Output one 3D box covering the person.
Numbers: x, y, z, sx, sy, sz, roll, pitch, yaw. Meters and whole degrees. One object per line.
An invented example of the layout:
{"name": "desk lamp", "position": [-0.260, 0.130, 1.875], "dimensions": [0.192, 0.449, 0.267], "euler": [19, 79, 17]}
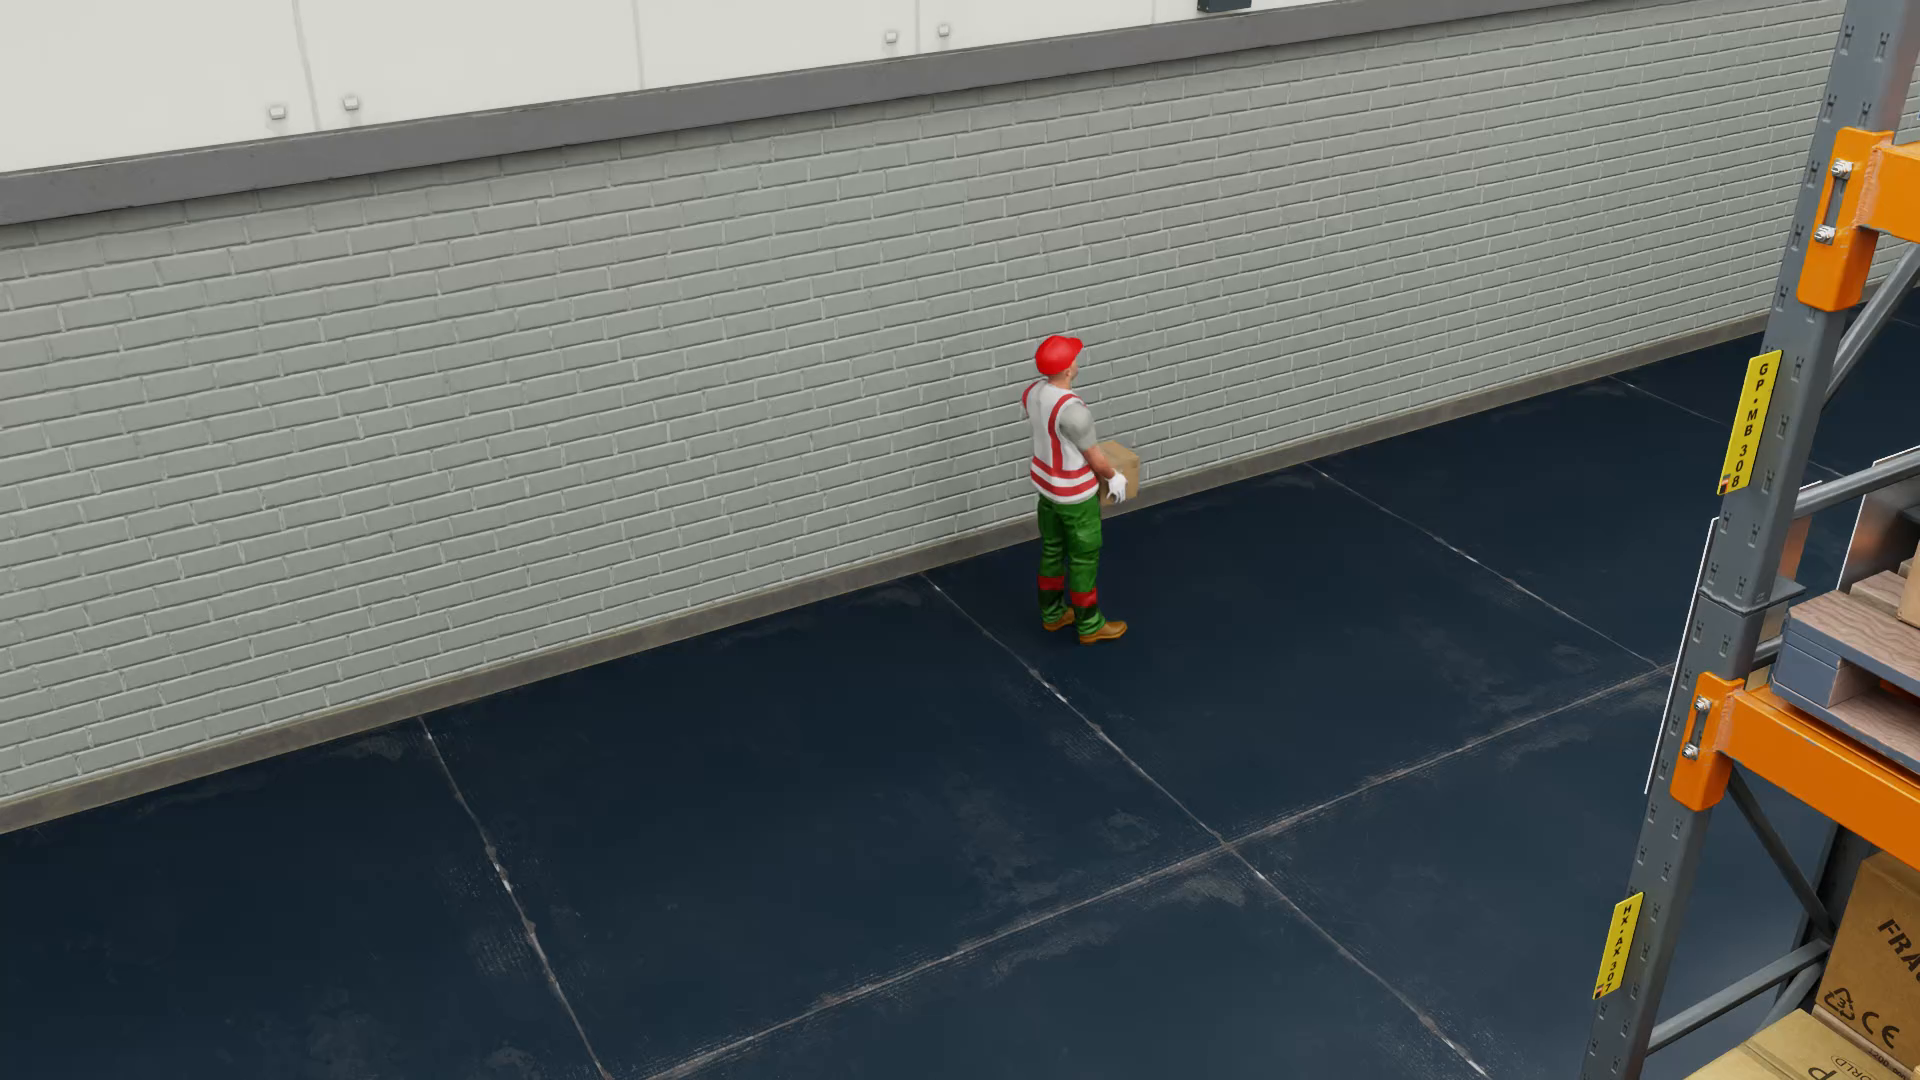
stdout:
{"name": "person", "position": [0.624, -0.294, 9.068], "dimensions": [0.511, 1.793, 0.529], "euler": [-16, 33, -27]}
